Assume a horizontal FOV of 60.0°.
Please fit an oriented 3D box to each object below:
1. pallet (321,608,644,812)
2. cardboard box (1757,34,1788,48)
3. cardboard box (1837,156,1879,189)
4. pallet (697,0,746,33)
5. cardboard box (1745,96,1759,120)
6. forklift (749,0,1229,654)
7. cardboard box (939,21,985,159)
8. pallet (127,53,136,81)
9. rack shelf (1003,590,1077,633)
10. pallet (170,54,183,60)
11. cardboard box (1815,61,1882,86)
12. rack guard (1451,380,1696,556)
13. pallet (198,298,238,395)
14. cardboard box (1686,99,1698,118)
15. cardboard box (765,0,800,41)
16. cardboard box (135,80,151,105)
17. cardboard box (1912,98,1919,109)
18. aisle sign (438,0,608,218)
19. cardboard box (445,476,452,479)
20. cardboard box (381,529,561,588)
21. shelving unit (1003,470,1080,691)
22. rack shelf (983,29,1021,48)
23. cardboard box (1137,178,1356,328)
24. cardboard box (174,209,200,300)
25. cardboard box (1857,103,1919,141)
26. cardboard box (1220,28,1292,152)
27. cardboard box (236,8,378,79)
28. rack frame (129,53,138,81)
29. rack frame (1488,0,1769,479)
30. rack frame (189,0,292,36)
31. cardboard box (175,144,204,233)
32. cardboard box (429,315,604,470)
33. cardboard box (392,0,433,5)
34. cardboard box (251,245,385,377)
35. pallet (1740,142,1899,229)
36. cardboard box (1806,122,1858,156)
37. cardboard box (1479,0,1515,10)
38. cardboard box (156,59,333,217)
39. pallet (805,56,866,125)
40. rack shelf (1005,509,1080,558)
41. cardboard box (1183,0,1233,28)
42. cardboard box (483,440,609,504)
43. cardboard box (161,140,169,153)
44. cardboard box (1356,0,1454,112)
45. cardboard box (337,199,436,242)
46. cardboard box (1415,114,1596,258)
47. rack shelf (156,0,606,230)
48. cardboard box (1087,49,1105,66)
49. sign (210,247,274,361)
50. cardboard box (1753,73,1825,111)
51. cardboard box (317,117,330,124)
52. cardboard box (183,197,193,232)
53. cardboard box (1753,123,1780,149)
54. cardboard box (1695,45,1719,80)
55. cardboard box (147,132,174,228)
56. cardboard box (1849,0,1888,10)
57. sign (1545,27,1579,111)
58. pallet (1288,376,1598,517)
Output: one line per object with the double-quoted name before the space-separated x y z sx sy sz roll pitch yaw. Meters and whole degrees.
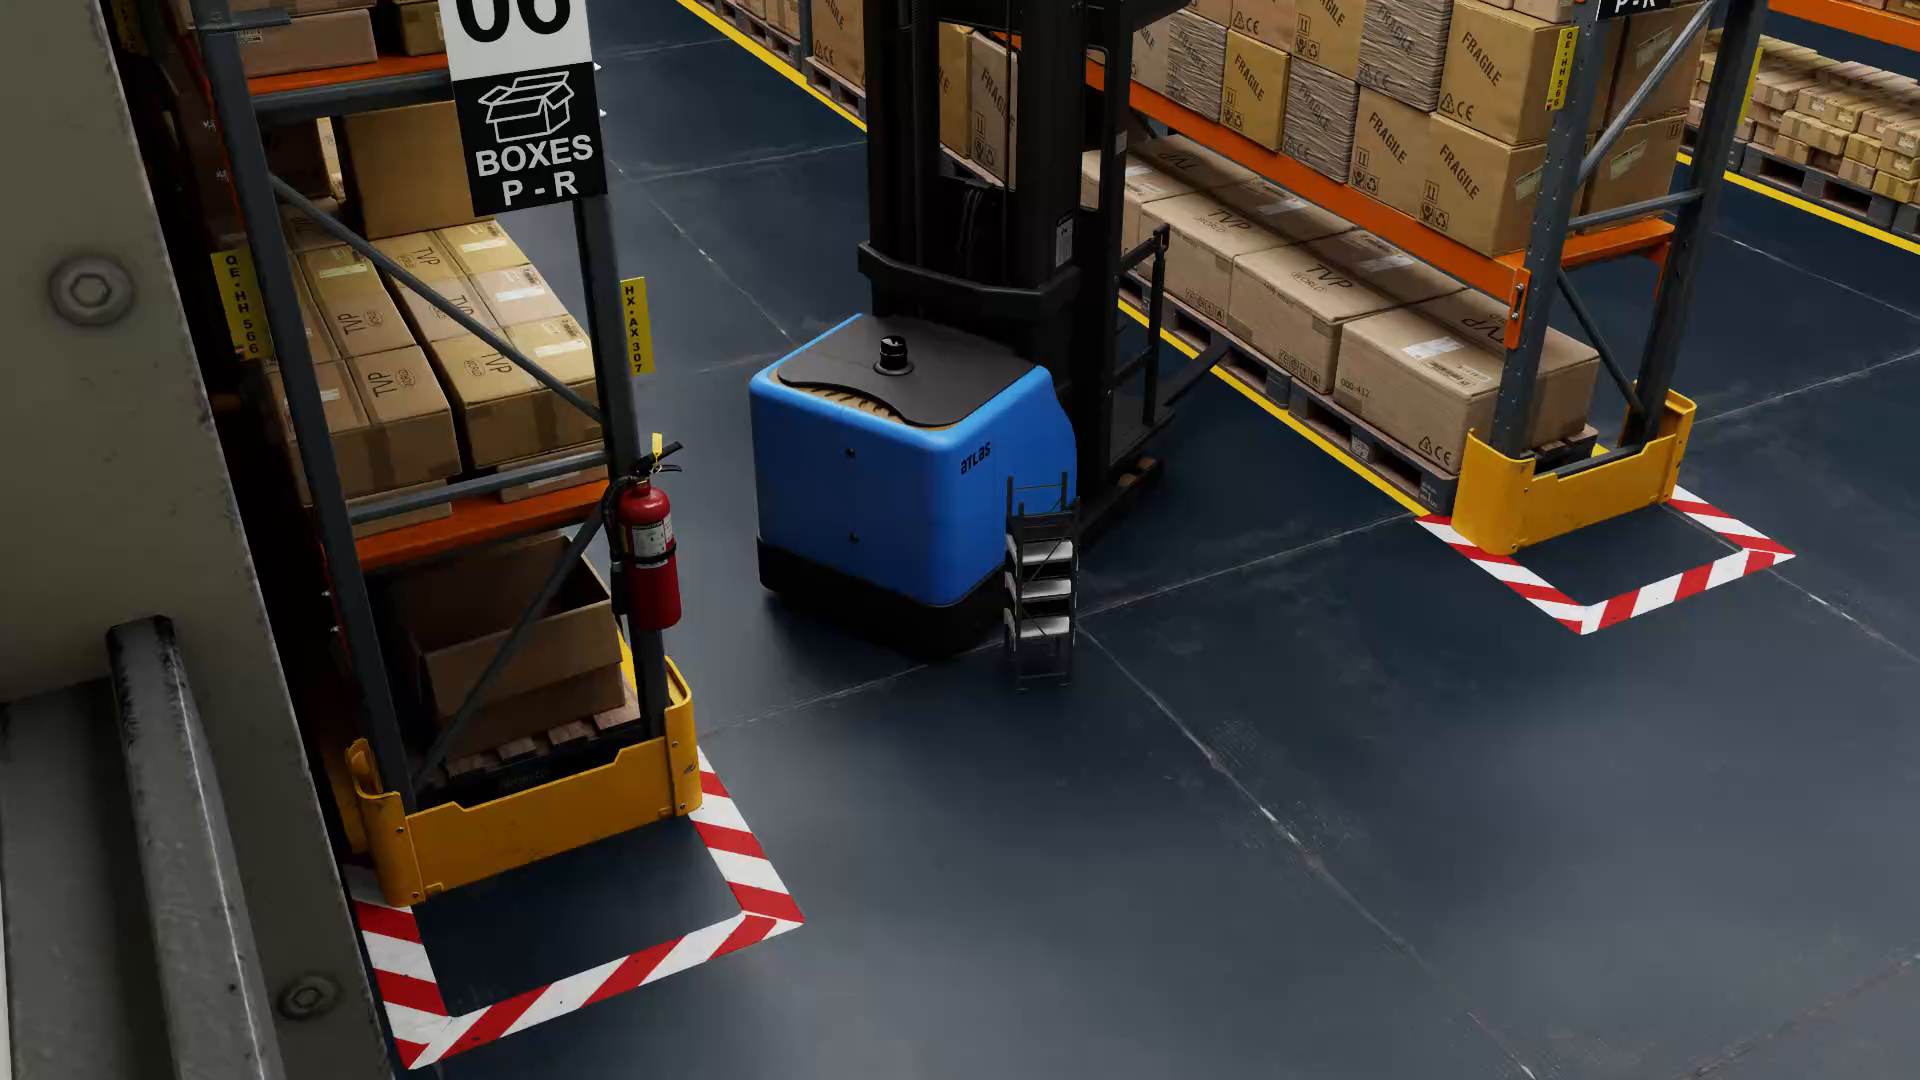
"pallet" -1.912 0.592 6.650 1.003 0.211 1.213 -16 36 -23
"cardboard box" 5.903 -3.629 12.355 0.380 0.149 0.250 -15 36 -23
"cardboard box" 6.120 -2.485 11.122 0.380 0.149 0.250 -15 36 -22
"pallet" -1.772 -5.014 15.401 1.003 0.211 1.213 -16 36 -23
"cardboard box" 5.705 -3.131 11.855 0.380 0.149 0.250 -18 37 -25
"forklift" 0.344 -1.515 7.417 1.130 2.935 3.031 20 38 28
"cardboard box" 0.233 -3.312 11.739 0.875 0.875 0.875 -15 36 -22
"pallet" -6.148 -3.794 13.495 1.003 0.211 1.213 -16 36 -23
"rack shelf" 0.322 0.276 6.733 0.258 0.077 0.200 -6 33 -9
"pallet" -3.645 -2.403 8.917 1.003 0.211 1.213 -16 36 -23
"cardboard box" 6.285 -3.262 11.783 0.380 0.149 0.250 -18 37 -25
"rack guard" 2.897 -0.352 7.856 1.175 0.500 0.348 -16 36 -23
"pallet" -3.781 -1.279 9.571 1.003 0.211 1.213 -16 36 -23
"cardboard box" 5.362 -3.213 12.258 0.380 0.149 0.250 -15 35 -22
"cardboard box" -1.099 -4.576 14.179 0.950 0.372 0.625 -18 37 -26
"cardboard box" -5.166 -2.920 10.874 0.380 0.149 0.250 -15 35 -22
"cardboard box" 6.643 -2.895 11.209 0.380 0.149 0.250 -15 36 -22
"aisle sign" -1.212 -1.302 4.611 0.394 0.787 0.004 -16 36 -23
"cardboard box" -1.960 -0.287 5.670 0.380 0.149 0.250 -15 35 -22
"cardboard box" -2.069 -0.024 6.954 0.700 0.500 0.500 -14 35 -21
"shelving unit" 0.322 0.172 6.667 0.258 0.900 0.210 -6 33 -9
"rack shelf" 0.088 -3.977 11.863 1.077 0.370 4.000 -16 36 -23
"cardboard box" 1.636 -1.669 9.580 0.875 0.438 0.875 -17 36 -24
"cardboard box" -4.083 -1.598 9.411 0.500 0.500 0.500 -17 37 -25
"cardboard box" 6.183 -2.759 10.997 0.380 0.149 0.250 -17 36 -25
"cardboard box" 1.705 -2.351 8.566 0.500 0.500 0.500 -15 35 -22
"cardboard box" -1.858 -1.418 4.654 0.380 0.149 0.250 -15 36 -22
"rack frame" -5.234 -3.984 11.207 1.000 3.000 0.127 -16 36 -23
"rack frame" 2.886 -1.416 7.199 1.000 3.000 0.127 -16 36 -23
"rack frame" -1.504 -2.692 3.630 1.000 3.000 0.127 -16 36 -23
"cardboard box" -3.137 -1.595 7.342 0.500 0.250 0.500 -16 36 -24
"cardboard box" -1.477 -0.512 5.652 0.500 0.250 0.500 -16 36 -23
"cardboard box" -1.469 -1.771 4.837 0.500 0.250 0.500 -16 36 -24
"cardboard box" -2.419 -0.865 6.202 0.500 0.250 0.500 -15 35 -22
"pallet" 6.270 -2.549 11.553 1.003 0.211 1.213 -16 36 -23
"cardboard box" 5.966 -2.734 11.234 0.380 0.149 0.250 -15 36 -23
"cardboard box" 2.402 -2.388 7.096 0.380 0.149 0.250 -15 36 -22
"cardboard box" -2.910 -1.675 6.772 0.500 0.500 0.500 -17 36 -24
"pallet" -0.543 -3.665 13.294 1.003 0.211 1.213 -16 36 -23
"rack shelf" 0.322 -0.027 6.539 0.258 0.077 0.200 -6 33 -9
"cardboard box" 1.487 -3.010 8.668 0.500 0.500 0.500 -15 36 -22
"cardboard box" -1.414 -0.286 5.668 0.380 0.149 0.250 -16 36 -23
"cardboard box" -4.528 -2.311 9.922 0.380 0.149 0.250 -17 37 -25
"cardboard box" 2.181 -2.291 7.546 0.500 0.500 0.500 -16 36 -23
"cardboard box" -2.209 -1.233 6.776 0.500 0.250 0.500 -17 36 -24
"cardboard box" 2.427 -1.622 7.428 0.500 0.500 0.500 -16 36 -23
"rack shelf" -2.436 -2.080 6.123 1.077 0.370 4.000 -16 36 -23
"cardboard box" 1.008 -3.077 9.700 0.500 0.500 0.500 -15 35 -22
"sign" -2.004 -0.656 4.647 0.100 0.325 0.005 -16 36 -23
"cardboard box" 5.756 -3.113 11.550 0.380 0.149 0.250 -15 36 -22
"cardboard box" -2.916 -1.955 7.904 0.500 0.250 0.500 -15 36 -22
"cardboard box" -4.044 -1.813 9.146 0.380 0.149 0.250 -15 36 -23
"cardboard box" 5.843 -2.879 11.737 0.380 0.149 0.250 -17 37 -25
"cardboard box" 5.406 -3.482 12.126 0.380 0.149 0.250 -14 35 -21
"cardboard box" -4.828 -2.345 10.577 0.500 0.500 0.500 -14 35 -21
"cardboard box" 6.018 -3.562 10.782 0.380 0.149 0.250 -14 35 -21
"sign" 2.399 -1.873 6.620 0.100 0.325 0.005 -16 36 -23
"pallet" 2.444 -0.604 8.517 1.003 0.211 1.213 -16 36 -23
